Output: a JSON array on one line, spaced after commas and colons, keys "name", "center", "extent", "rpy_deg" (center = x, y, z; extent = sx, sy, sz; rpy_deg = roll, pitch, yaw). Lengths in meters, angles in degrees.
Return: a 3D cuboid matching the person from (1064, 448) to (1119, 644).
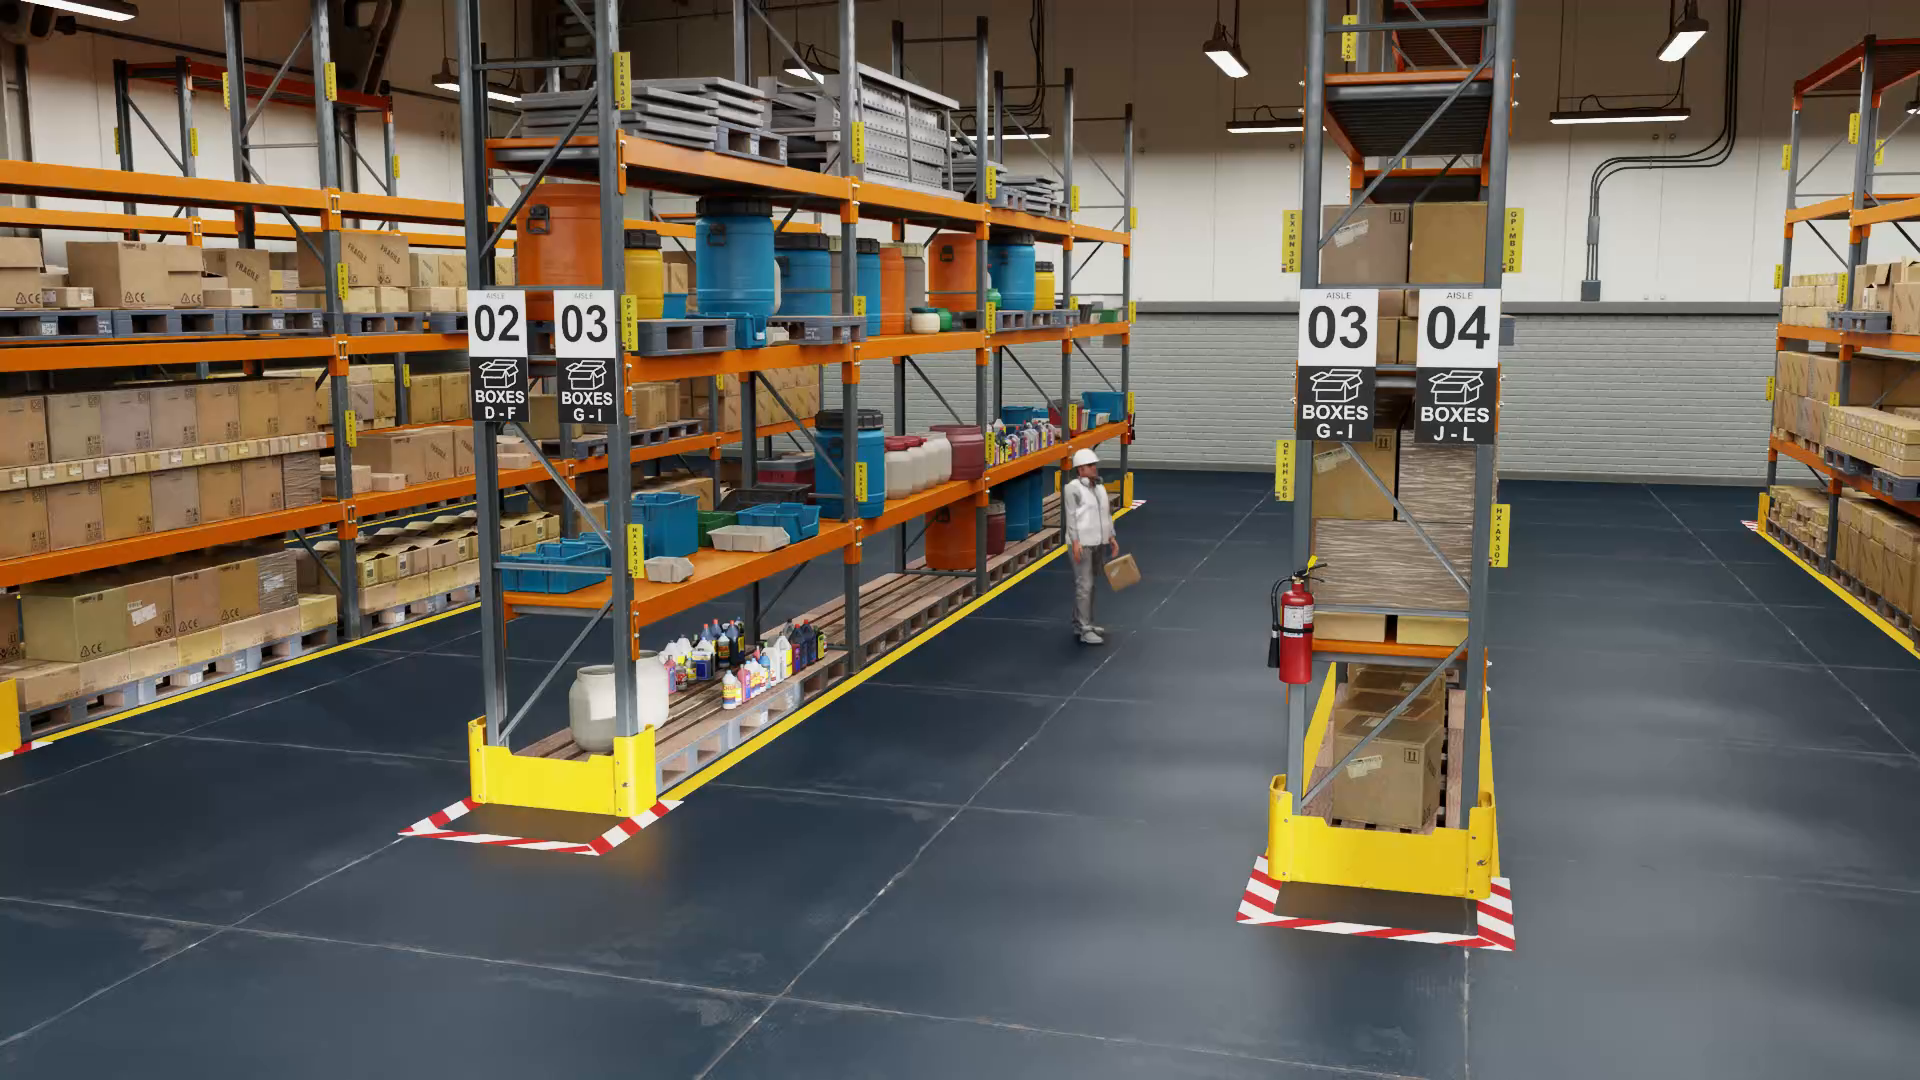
[{"name": "person", "center": [1.227, 0.045, 15.412], "extent": [0.598, 1.777, 0.583], "rpy_deg": [-8, 12, -44]}]
